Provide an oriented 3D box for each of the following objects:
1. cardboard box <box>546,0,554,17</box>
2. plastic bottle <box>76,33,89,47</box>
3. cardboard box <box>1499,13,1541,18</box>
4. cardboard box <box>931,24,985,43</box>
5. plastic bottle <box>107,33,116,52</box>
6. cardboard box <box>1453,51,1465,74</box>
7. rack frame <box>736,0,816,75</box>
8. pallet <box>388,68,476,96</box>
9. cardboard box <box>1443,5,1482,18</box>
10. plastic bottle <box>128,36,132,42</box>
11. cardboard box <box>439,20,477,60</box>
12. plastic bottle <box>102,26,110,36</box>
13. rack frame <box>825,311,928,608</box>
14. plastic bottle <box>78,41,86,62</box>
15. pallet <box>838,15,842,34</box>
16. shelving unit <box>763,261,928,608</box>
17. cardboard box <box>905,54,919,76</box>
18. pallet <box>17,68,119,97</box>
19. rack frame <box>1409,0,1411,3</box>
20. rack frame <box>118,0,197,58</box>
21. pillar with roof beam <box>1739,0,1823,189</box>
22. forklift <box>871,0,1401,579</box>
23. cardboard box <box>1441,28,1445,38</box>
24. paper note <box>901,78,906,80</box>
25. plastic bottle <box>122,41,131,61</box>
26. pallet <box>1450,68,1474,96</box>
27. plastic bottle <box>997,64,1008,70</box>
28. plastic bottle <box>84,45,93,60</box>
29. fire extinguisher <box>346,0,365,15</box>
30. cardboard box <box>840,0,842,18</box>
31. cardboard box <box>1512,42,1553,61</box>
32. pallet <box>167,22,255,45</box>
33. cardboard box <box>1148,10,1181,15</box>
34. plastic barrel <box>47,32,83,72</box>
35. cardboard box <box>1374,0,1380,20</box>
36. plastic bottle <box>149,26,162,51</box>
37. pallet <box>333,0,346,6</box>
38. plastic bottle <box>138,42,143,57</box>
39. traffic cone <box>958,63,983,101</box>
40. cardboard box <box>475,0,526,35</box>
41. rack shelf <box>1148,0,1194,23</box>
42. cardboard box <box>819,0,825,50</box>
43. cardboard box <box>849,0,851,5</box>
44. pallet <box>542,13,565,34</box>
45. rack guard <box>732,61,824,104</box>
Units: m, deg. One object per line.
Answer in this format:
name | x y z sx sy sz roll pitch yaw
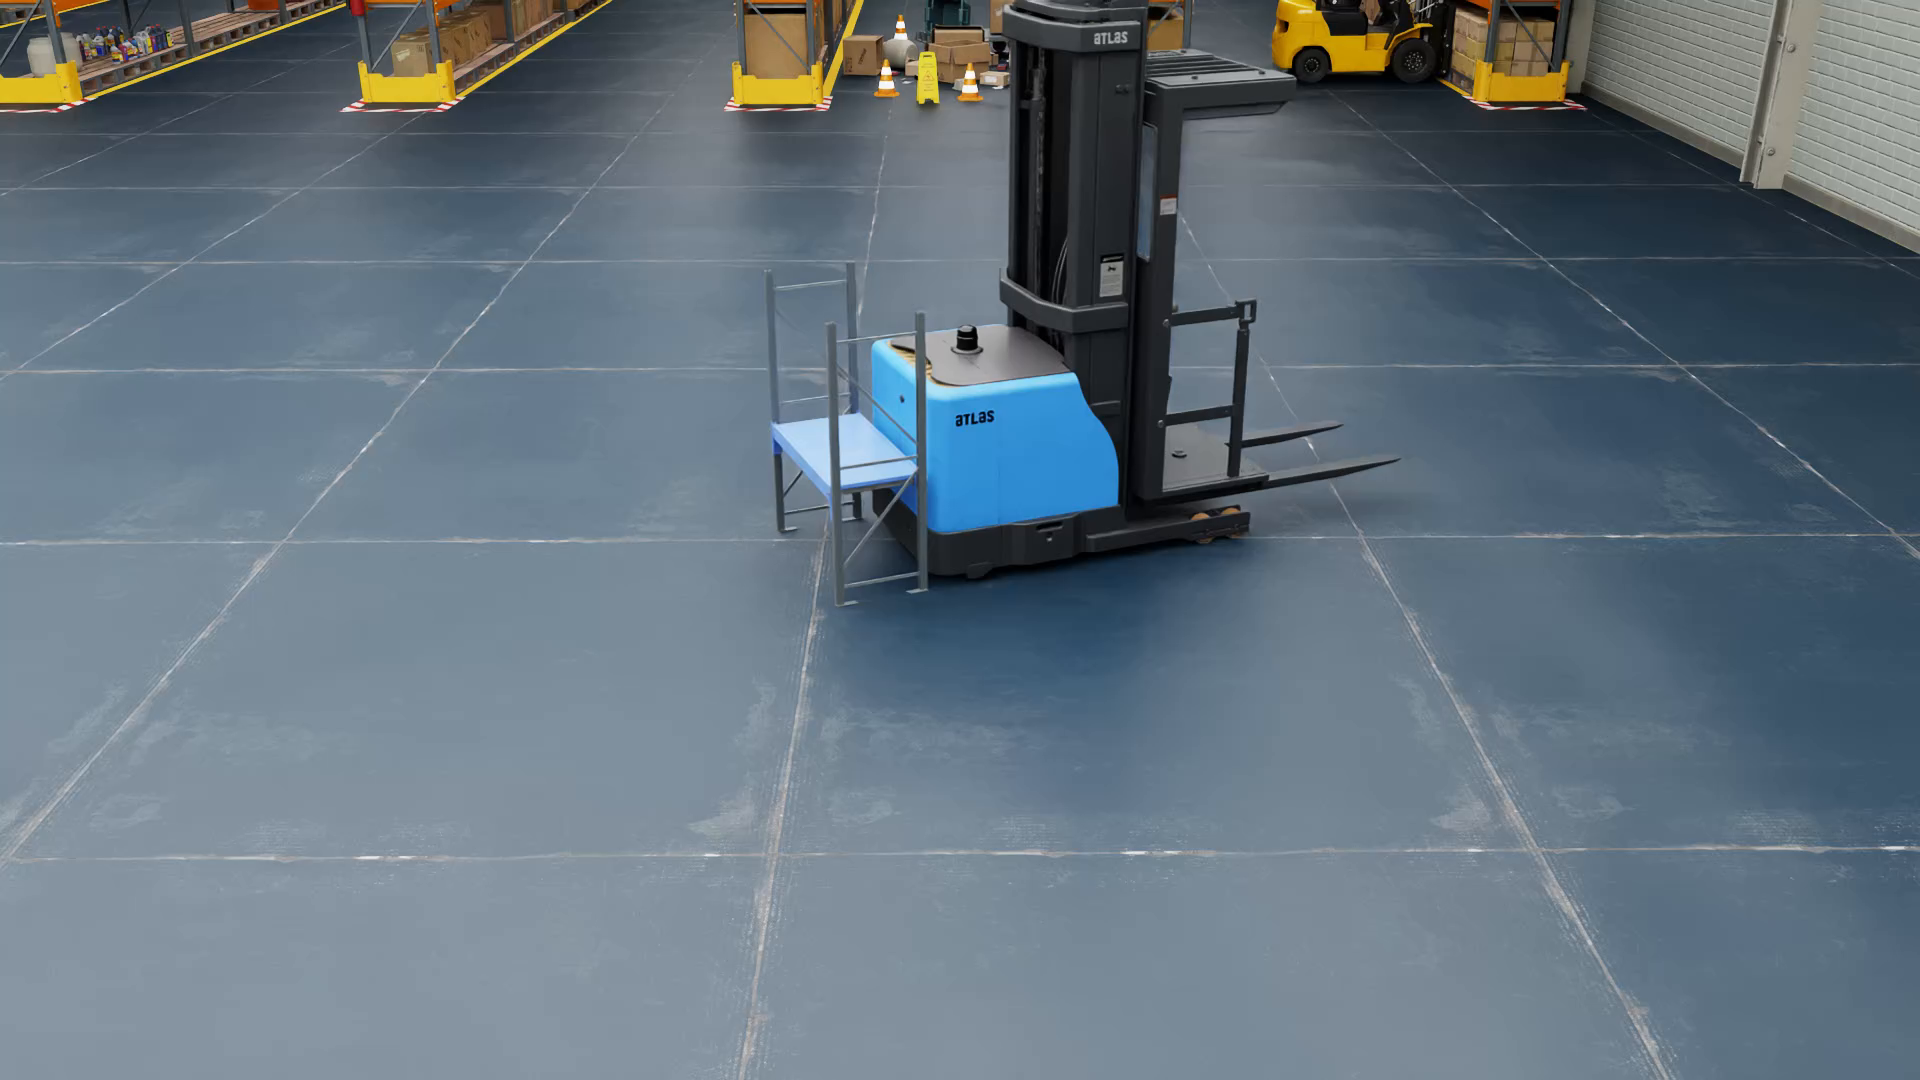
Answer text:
cardboard box | -7.432 -9.314 28.703 0.700 0.500 0.500 -2 24 -3
plastic bottle | -12.766 -7.187 24.182 0.144 0.351 0.185 1 24 2
cardboard box | 7.676 -7.099 22.920 0.500 0.250 0.500 0 24 0
cardboard box | -0.032 -7.299 24.612 0.797 0.637 0.503 0 24 -1
plastic bottle | -12.652 -7.422 24.796 0.097 0.271 0.097 0 24 0
cardboard box | 7.184 -6.636 23.109 0.500 0.250 0.500 0 24 -1
rack frame | -2.411 -7.213 21.557 1.000 3.000 0.127 0 24 -1
pallet | -7.346 -6.328 22.984 1.003 0.211 1.213 0 24 -1
cardboard box | 7.159 -7.510 23.828 0.500 0.250 0.500 -1 24 -2
plastic bottle | -12.176 -7.277 24.462 0.061 0.283 0.133 0 24 -1
cardboard box | -7.352 -7.276 24.221 0.500 0.500 0.500 -2 24 -5
plastic bottle | -12.774 -7.517 24.911 0.144 0.351 0.185 0 24 1
rack frame | -0.404 -0.382 8.275 0.500 1.500 0.032 -10 26 -21
plastic bottle | -12.652 -7.032 23.920 0.061 0.283 0.133 0 24 -1
pallet | -2.565 -8.913 28.702 1.003 0.211 1.213 0 24 -1
shelving unit | -0.601 -0.575 8.702 0.538 1.500 1.048 -10 26 -21
cardboard box | -0.594 -6.915 24.217 0.396 0.266 0.258 4 25 9
pallet | -12.376 -6.305 22.934 1.003 0.211 1.213 0 24 -1
rack frame | 7.457 -8.949 25.396 1.000 3.000 0.127 0 24 -1
rack frame | -12.368 -8.858 25.195 1.000 3.000 0.127 0 24 -1
pillar with roof beam | 4.155 -7.833 15.649 9.100 9.000 0.400 0 24 -1
forklift | 1.071 -1.505 9.021 3.031 2.935 1.130 -10 26 -20
cardboard box | 7.160 -7.291 23.952 0.500 0.250 0.500 0 24 -1
paper note | -0.811 -6.616 23.867 0.032 0.001 0.123 13 27 27
plastic bottle | -12.036 -7.057 23.990 0.097 0.271 0.097 0 24 0
pallet | 7.451 -6.345 23.022 1.003 0.211 1.213 0 24 -1
plastic bottle | 0.633 -7.046 24.754 0.133 0.061 0.283 4 25 9
plastic bottle | -12.635 -7.059 24.080 0.097 0.201 0.097 0 24 0
fire extinguisher | -7.831 -7.147 21.507 0.296 0.674 0.183 0 24 -1
cardboard box | -2.582 -9.424 28.667 1.050 0.750 0.750 -1 24 -1
cardboard box | 7.704 -6.661 22.559 0.500 0.250 0.500 0 24 0
pallet | -12.432 -8.415 27.599 1.003 0.211 1.213 0 24 -1
cardboard box | 2.794 -7.115 23.260 0.500 0.500 0.500 -1 24 -3
plastic barrel | -12.414 -6.745 23.032 0.421 0.512 0.421 0 24 0
cardboard box | 7.429 -8.902 27.666 0.875 0.625 0.625 -1 24 -3
plastic bottle | -12.071 -7.508 24.892 0.144 0.351 0.185 -1 24 -3
pallet | -12.489 -10.566 32.355 1.003 0.211 1.213 0 24 -1
plastic bottle | -12.041 -7.192 24.373 0.097 0.201 0.097 0 24 0
traffic cone | 0.137 -6.147 22.279 0.336 0.463 0.334 0 24 -1
cardboard box | -7.387 -8.391 26.663 0.700 0.500 0.500 0 24 -1
rack shelf | 2.516 -7.773 23.669 1.077 0.370 4.000 0 24 -1
cardboard box | -2.518 -7.825 24.979 0.875 0.875 0.875 0 24 0
cardboard box | -2.260 -10.061 30.380 0.500 0.500 0.500 0 24 0
pallet | -7.452 -8.936 28.751 1.003 0.211 1.213 0 24 -1
rack guard | -2.411 -6.064 22.050 1.175 0.500 0.348 0 24 -1
